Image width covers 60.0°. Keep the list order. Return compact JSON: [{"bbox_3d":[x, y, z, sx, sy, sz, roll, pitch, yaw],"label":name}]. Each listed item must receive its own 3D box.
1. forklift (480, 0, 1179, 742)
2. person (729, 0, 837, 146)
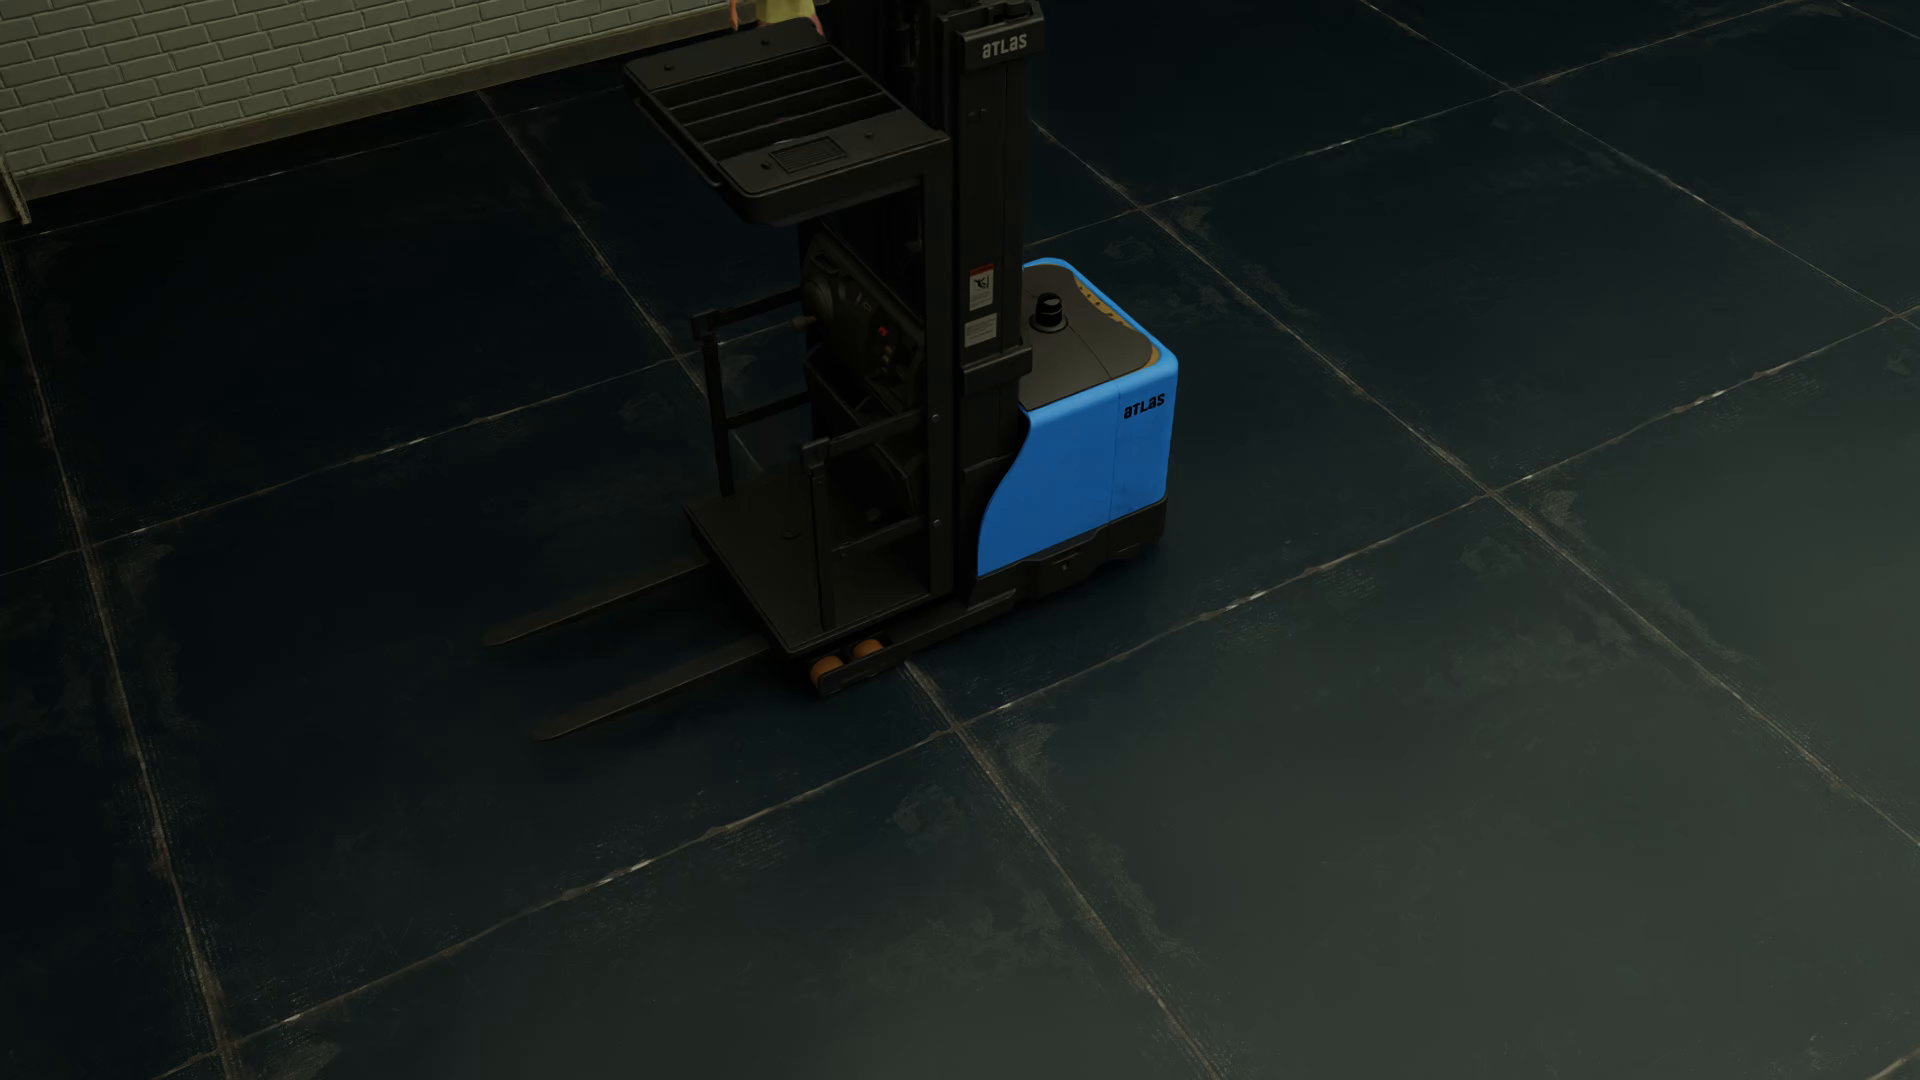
[{"bbox_3d":[-0.574,-0.826,6.589,3.031,2.935,1.130,-22,47,-22],"label":"forklift"},{"bbox_3d":[-1.013,-3.156,10.051,0.772,1.647,0.367,-5,43,-5],"label":"person"}]
